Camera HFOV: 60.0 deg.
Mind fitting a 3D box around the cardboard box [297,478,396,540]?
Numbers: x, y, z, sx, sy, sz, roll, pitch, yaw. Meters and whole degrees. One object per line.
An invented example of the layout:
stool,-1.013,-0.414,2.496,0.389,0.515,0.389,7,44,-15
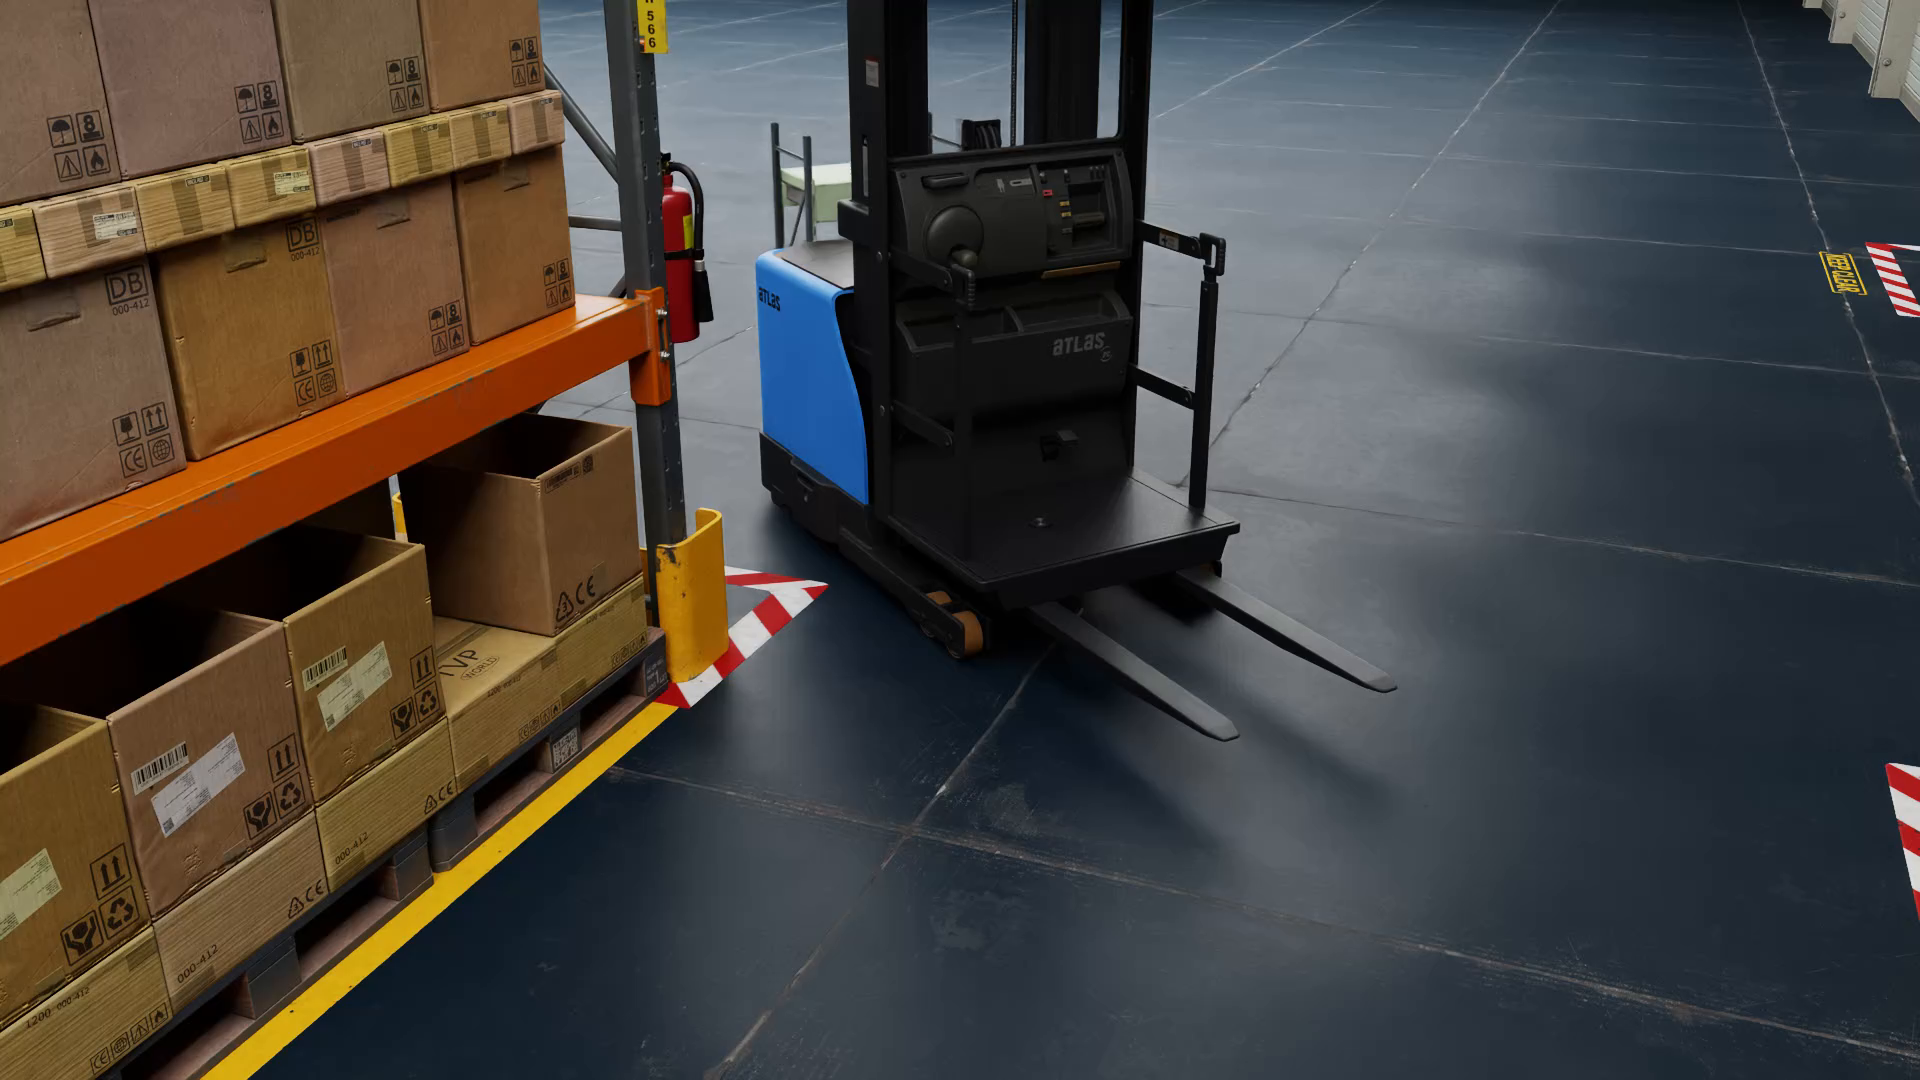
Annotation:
cardboard box,-1.996,0.037,4.820,0.500,0.500,0.500,9,24,20

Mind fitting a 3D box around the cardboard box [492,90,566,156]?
cardboard box,-1.371,-1.213,4.790,0.380,0.149,0.250,8,24,19

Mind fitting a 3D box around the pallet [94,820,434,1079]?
pallet,-2.106,0.970,4.154,1.003,0.211,1.213,9,24,20

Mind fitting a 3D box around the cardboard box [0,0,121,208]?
cardboard box,-2.174,-0.943,3.303,0.700,0.500,0.500,9,24,20

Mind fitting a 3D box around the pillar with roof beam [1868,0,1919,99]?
pillar with roof beam,6.427,-9.775,18.477,9.100,9.000,0.400,9,24,20

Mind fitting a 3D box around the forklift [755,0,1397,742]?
forklift,0.309,-1.141,5.678,1.130,2.935,3.031,-12,26,-27

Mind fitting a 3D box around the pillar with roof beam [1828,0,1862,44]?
pillar with roof beam,8.656,-11.922,23.617,9.100,9.000,0.400,9,24,20

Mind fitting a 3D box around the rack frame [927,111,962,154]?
rack frame,-0.063,-1.162,7.583,0.023,1.500,0.400,-11,26,-25

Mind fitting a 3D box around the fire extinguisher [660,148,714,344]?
fire extinguisher,-0.931,-0.971,5.284,0.296,0.674,0.183,9,24,20

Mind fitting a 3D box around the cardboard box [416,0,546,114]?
cardboard box,-1.611,-1.492,4.617,0.700,0.500,0.500,9,24,20

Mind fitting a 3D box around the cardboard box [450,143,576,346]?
cardboard box,-1.591,-0.912,4.912,0.700,0.500,0.500,9,24,20

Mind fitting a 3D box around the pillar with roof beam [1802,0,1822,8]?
pillar with roof beam,10.884,-14.069,28.757,9.100,9.000,0.400,9,24,20

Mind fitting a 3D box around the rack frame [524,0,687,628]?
rack frame,-1.406,-1.031,5.327,1.000,3.000,0.127,9,24,20

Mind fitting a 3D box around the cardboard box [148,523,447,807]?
cardboard box,-1.687,0.292,4.209,0.500,0.500,0.500,9,24,20

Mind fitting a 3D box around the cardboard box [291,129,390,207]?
cardboard box,-1.657,-0.938,4.132,0.380,0.149,0.250,9,24,21

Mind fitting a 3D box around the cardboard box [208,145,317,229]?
cardboard box,-1.755,-0.844,3.907,0.380,0.149,0.250,10,25,22

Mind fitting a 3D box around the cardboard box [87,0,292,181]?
cardboard box,-1.988,-1.122,3.733,0.700,0.500,0.500,9,24,20

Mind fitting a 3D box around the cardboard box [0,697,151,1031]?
cardboard box,-2.058,0.650,3.352,0.500,0.500,0.500,9,24,20

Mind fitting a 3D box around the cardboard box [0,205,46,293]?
cardboard box,-2.040,-0.569,3.248,0.380,0.149,0.250,9,24,20

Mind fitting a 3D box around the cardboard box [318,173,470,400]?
cardboard box,-1.782,-0.724,4.461,0.700,0.500,0.500,9,24,21

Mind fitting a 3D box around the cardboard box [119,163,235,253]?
cardboard box,-1.851,-0.749,3.681,0.380,0.149,0.250,9,24,22

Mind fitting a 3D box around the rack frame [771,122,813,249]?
rack frame,-0.715,-1.034,7.275,0.023,1.500,0.400,-11,26,-25

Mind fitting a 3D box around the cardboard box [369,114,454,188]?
cardboard box,-1.562,-1.027,4.347,0.380,0.149,0.250,8,24,19

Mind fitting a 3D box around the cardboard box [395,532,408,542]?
cardboard box,-1.812,0.204,5.393,0.500,0.250,0.500,9,24,20

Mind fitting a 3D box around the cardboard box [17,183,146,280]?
cardboard box,-1.945,-0.657,3.461,0.380,0.149,0.250,8,24,19

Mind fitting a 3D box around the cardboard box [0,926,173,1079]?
cardboard box,-2.057,0.996,3.496,0.500,0.250,0.500,9,24,20

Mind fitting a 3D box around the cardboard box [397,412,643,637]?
cardboard box,-1.329,-0.068,5.070,0.500,0.500,0.500,9,24,20

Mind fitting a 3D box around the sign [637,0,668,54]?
sign,-0.907,-1.592,4.861,0.100,0.325,0.005,9,24,20

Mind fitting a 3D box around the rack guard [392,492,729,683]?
rack guard,-1.397,0.113,5.830,1.175,0.500,0.348,9,24,20

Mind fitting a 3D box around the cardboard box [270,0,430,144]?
cardboard box,-1.801,-1.303,4.165,0.700,0.500,0.500,8,24,19

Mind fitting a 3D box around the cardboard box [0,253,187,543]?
cardboard box,-2.164,-0.358,3.585,0.700,0.500,0.500,10,24,22

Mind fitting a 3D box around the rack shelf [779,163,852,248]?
rack shelf,-0.388,-1.457,7.276,0.720,0.370,0.431,-11,26,-25

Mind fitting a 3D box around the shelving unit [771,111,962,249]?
shelving unit,-0.389,-1.098,7.429,0.755,1.500,0.431,-11,26,-25

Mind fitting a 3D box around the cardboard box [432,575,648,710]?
cardboard box,-1.331,0.278,5.216,0.500,0.250,0.500,9,24,20

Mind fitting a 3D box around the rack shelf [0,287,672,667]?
rack shelf,-2.149,0.016,3.753,1.077,0.370,4.000,9,24,20

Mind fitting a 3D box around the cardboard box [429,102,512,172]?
cardboard box,-1.467,-1.119,4.566,0.380,0.149,0.250,9,24,21

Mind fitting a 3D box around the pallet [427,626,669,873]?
pallet,-1.651,0.535,5.195,1.003,0.211,1.213,9,24,20

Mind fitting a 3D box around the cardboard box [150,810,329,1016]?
cardboard box,-1.877,0.816,3.926,0.500,0.250,0.500,9,24,20

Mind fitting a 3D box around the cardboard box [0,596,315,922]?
cardboard box,-1.874,0.471,3.781,0.500,0.500,0.500,9,24,20

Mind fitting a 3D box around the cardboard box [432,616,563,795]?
cardboard box,-1.505,0.459,4.783,0.500,0.250,0.500,9,24,20

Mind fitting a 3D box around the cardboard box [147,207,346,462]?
cardboard box,-1.972,-0.547,4.038,0.700,0.500,0.500,9,24,20

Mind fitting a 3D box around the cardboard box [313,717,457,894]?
cardboard box,-1.690,0.638,4.354,0.500,0.250,0.500,9,24,20
